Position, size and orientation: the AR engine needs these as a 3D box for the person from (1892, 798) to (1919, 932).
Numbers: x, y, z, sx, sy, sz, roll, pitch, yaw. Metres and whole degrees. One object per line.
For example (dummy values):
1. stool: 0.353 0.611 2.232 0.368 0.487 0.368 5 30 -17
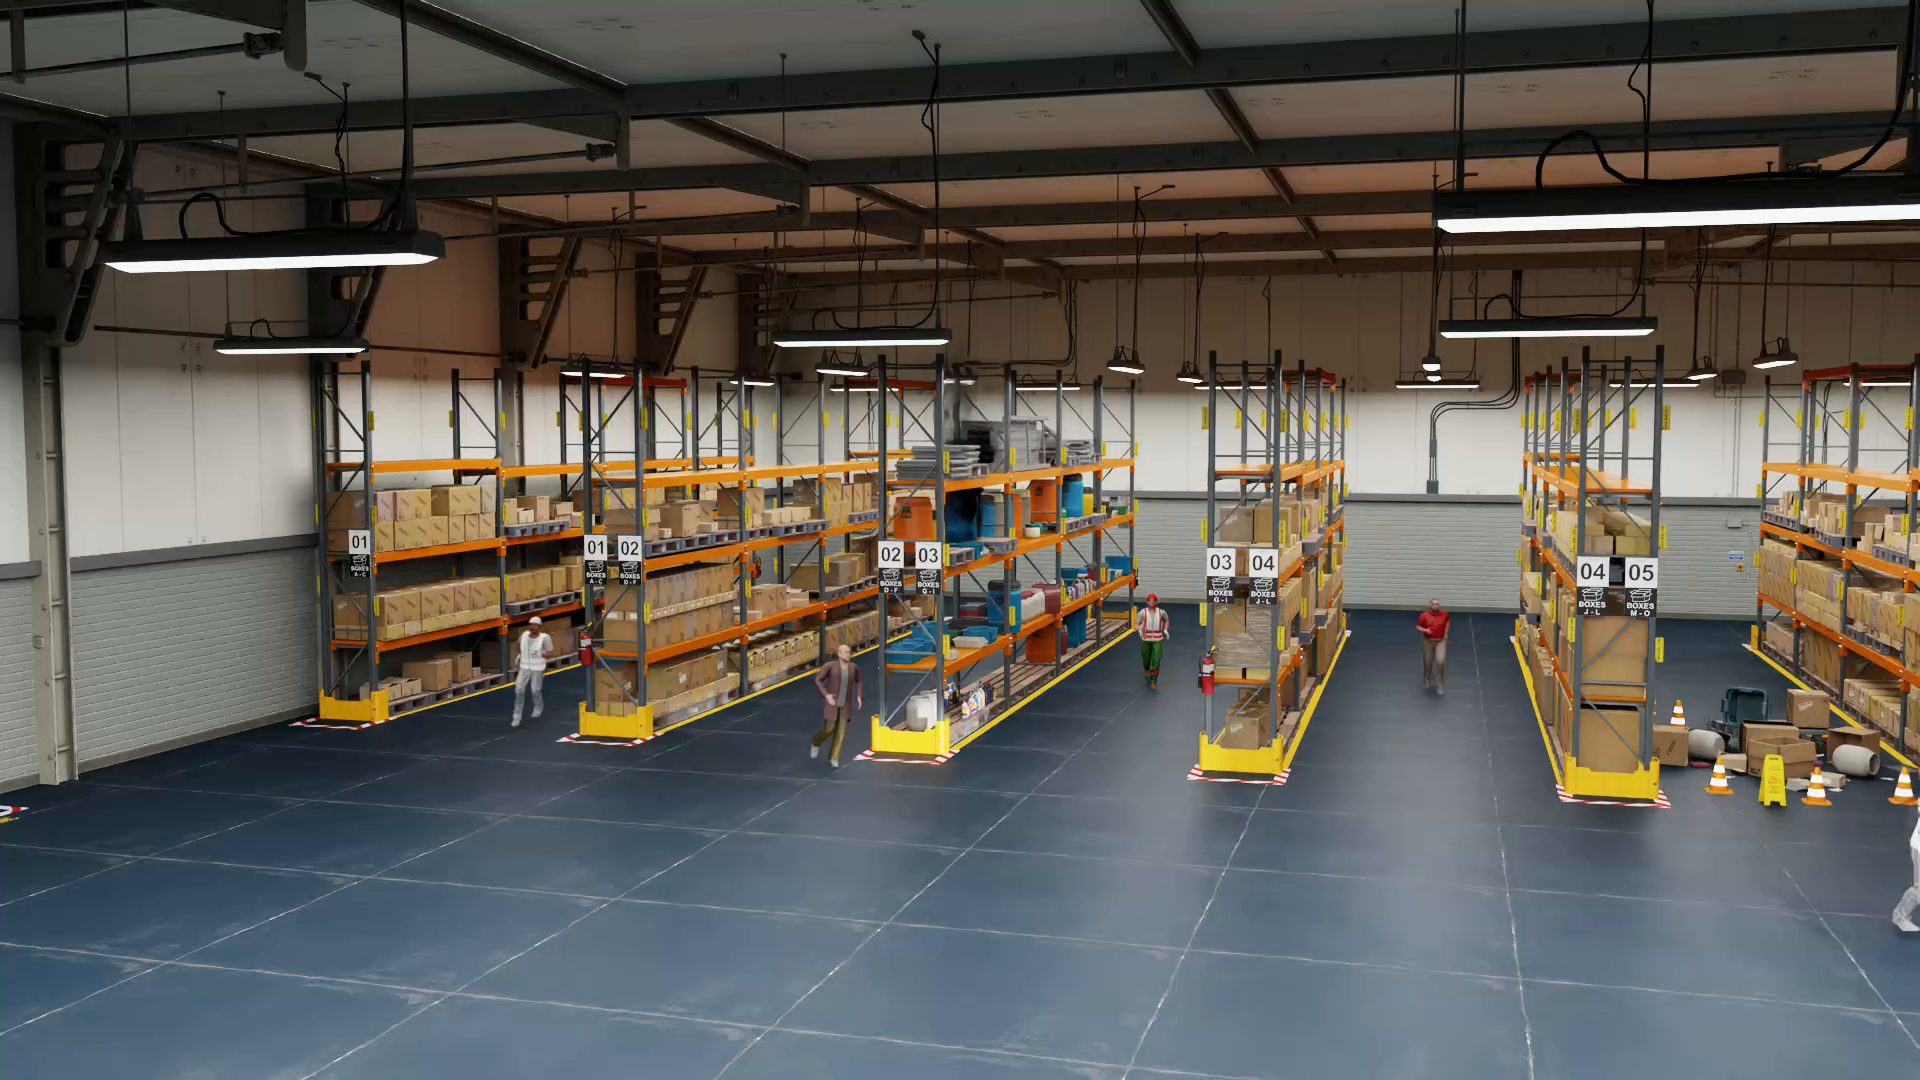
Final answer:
1. person: 9.363 2.981 15.937 0.681 1.769 0.811 -2 5 -29

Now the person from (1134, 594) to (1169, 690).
1. person: 3.610 1.886 31.228 0.665 1.767 0.904 0 4 3

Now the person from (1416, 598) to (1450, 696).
1. person: 8.739 1.945 30.728 0.608 1.767 0.909 1 4 13

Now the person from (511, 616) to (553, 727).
1. person: -7.054 2.168 27.548 0.687 1.818 0.786 0 4 4

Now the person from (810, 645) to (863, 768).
1. person: -1.753 2.397 24.334 0.769 1.737 0.818 -2 5 -26
